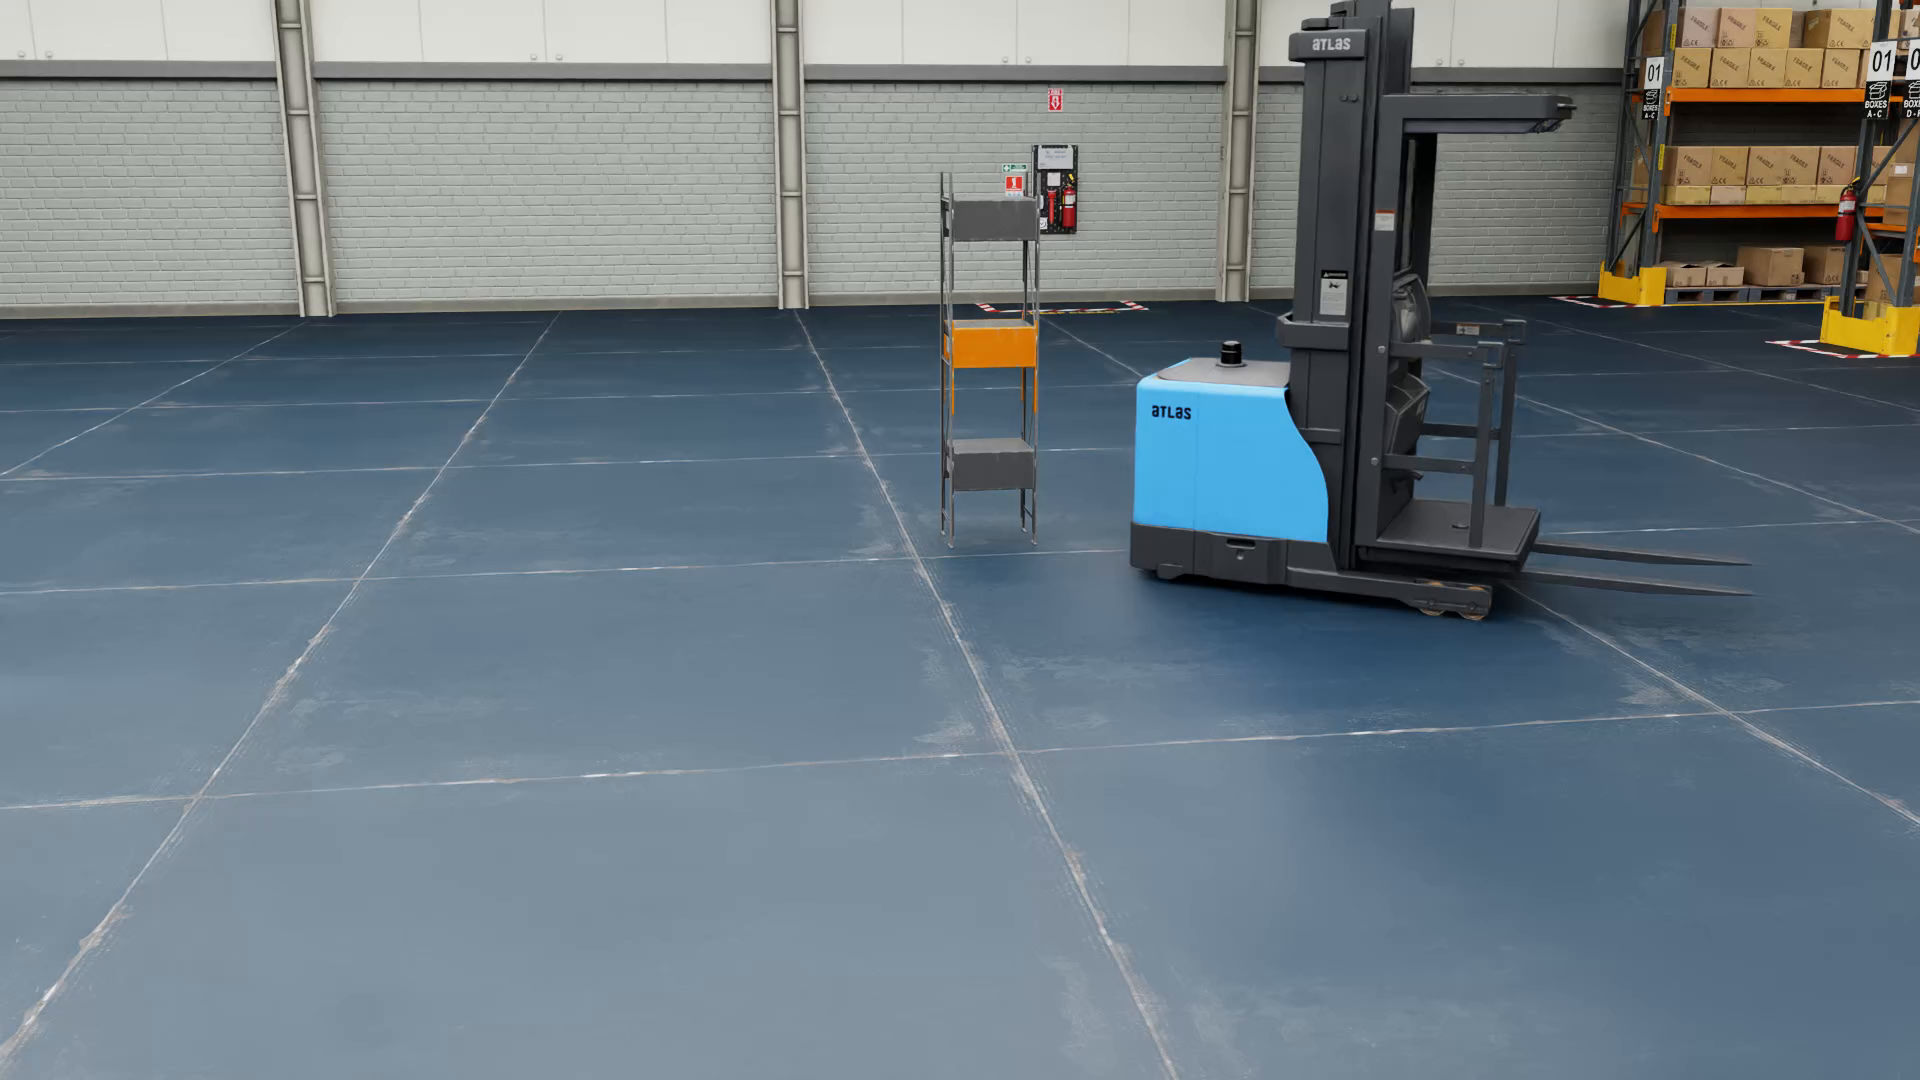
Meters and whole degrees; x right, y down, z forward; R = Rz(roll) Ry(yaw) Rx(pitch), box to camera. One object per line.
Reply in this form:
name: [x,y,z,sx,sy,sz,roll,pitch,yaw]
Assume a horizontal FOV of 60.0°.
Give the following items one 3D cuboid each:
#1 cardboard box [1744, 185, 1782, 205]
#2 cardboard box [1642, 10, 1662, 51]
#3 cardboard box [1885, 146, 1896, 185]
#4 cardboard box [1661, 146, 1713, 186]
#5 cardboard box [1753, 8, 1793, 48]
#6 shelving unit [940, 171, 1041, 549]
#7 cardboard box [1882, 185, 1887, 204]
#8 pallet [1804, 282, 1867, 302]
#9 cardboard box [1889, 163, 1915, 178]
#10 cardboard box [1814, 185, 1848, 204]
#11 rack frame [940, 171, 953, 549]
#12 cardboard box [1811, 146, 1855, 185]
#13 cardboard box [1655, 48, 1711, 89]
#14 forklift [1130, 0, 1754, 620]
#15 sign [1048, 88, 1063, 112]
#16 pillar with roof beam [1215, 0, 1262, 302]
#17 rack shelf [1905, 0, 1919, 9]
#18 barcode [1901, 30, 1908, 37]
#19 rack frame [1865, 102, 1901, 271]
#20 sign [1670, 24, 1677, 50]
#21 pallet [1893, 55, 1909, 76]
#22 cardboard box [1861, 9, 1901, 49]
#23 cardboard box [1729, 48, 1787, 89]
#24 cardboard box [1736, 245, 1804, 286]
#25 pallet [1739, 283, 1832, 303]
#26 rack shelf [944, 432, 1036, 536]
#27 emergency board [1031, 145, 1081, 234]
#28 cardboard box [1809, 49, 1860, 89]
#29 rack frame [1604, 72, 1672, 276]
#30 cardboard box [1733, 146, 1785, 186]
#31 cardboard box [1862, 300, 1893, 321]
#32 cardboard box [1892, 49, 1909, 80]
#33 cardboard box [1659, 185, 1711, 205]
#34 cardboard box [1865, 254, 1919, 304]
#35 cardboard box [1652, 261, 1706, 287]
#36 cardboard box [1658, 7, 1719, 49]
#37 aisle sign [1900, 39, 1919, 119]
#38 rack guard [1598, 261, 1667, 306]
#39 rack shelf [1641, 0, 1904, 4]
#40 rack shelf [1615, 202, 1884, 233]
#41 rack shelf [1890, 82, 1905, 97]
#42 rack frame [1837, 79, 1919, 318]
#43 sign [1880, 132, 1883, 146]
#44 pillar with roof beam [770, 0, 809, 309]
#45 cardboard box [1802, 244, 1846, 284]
cardboard box: [10.648,-4.645,22.345,0.500,0.250,0.500,-2,14,-9]
cardboard box: [9.490,-6.804,22.218,0.500,0.500,0.500,-1,14,-6]
cardboard box: [12.636,-5.082,22.544,0.500,0.500,0.500,-2,14,-8]
cardboard box: [9.619,-4.973,22.112,0.500,0.500,0.500,-2,14,-8]
cardboard box: [10.528,-6.709,21.837,0.500,0.500,0.500,-2,14,-7]
shelving unit: [0.164,-1.024,9.490,0.503,2.100,0.431,-2,14,-8]
cardboard box: [12.634,-4.719,22.641,0.500,0.250,0.500,-2,14,-8]
pallet: [12.399,-3.487,23.193,1.213,0.211,1.003,-2,14,-8]
cardboard box: [10.193,-3.959,17.803,0.250,0.149,0.380,-2,14,-9]
cardboard box: [11.645,-4.681,22.489,0.500,0.250,0.500,-2,14,-9]
rack frame: [-0.078,-1.016,9.455,0.015,2.100,0.400,-2,14,-8]
cardboard box: [11.644,-5.047,22.404,0.500,0.500,0.500,-3,14,-10]
cardboard box: [9.470,-6.193,21.835,0.500,0.500,0.500,-2,14,-7]
forklift: [2.471,-1.174,8.379,3.031,2.935,1.130,6,15,23]
sign: [1.260,-5.811,21.962,0.199,0.298,0.001,-2,14,-8]
pillar with roof beam: [4.374,-6.618,17.611,0.400,9.000,9.100,-2,14,-8]
rack shelf: [15.035,-7.312,22.680,4.000,0.370,1.077,-2,14,-8]
barcode: [10.070,-5.400,17.726,0.075,0.075,0.001,-2,14,-8]
rack frame: [13.058,-4.873,22.984,0.127,3.000,1.000,-2,14,-8]
sign: [9.183,-6.476,21.415,0.005,0.325,0.100,-2,14,-8]
pallet: [10.547,-4.968,17.379,1.213,0.211,1.003,-2,14,-8]
cardboard box: [12.059,-6.765,22.061,0.500,0.500,0.500,-1,14,-5]
cardboard box: [10.519,-6.223,21.958,0.500,0.500,0.500,-1,14,-6]
cardboard box: [11.096,-3.767,22.811,0.500,0.500,0.700,-3,14,-12]
pallet: [11.190,-3.442,23.013,1.213,0.211,1.003,-2,14,-8]
rack shelf: [0.164,-0.332,9.664,0.480,0.518,0.431,-2,14,-8]
emergency board: [1.283,-4.663,22.150,0.643,1.169,0.194,-2,14,-8]
cardboard box: [11.551,-6.263,22.118,0.500,0.500,0.500,-3,14,-11]
rack frame: [9.102,-4.728,22.406,0.127,3.000,1.000,-2,14,-8]
cardboard box: [10.621,-5.006,22.242,0.500,0.500,0.500,-3,14,-10]
cardboard box: [10.330,-2.497,18.300,0.500,0.250,0.500,-2,14,-8]
cardboard box: [12.593,-6.308,22.294,0.500,0.500,0.500,-2,14,-7]
cardboard box: [9.632,-4.606,22.188,0.500,0.250,0.500,-3,14,-10]
cardboard box: [10.330,-2.861,18.211,0.500,0.500,0.500,-2,14,-8]
cardboard box: [9.800,-3.640,22.694,0.500,0.311,0.500,-4,15,-15]
cardboard box: [9.519,-6.681,21.728,0.500,0.500,0.500,-3,14,-12]
aisle sign: [9.825,-4.721,17.036,0.004,0.787,0.394,-2,14,-8]
rack guard: [9.177,-3.518,22.721,0.348,0.500,1.175,-2,14,-8]
rack shelf: [11.080,-7.359,22.053,4.000,0.370,1.077,-2,14,-8]
rack shelf: [11.080,-4.451,22.783,4.000,0.370,1.077,-2,14,-8]
rack shelf: [11.822,-4.715,17.667,4.000,0.370,1.077,-2,14,-8]
rack frame: [9.844,-3.536,17.656,0.127,3.000,1.000,-2,14,-8]
sign: [12.971,-5.568,23.375,0.005,0.325,0.100,-2,14,-8]
pillar with roof beam: [-1.559,-6.400,16.744,0.400,9.000,9.100,-2,14,-8]
cardboard box: [12.037,-3.826,23.047,0.500,0.500,0.500,-3,14,-13]
